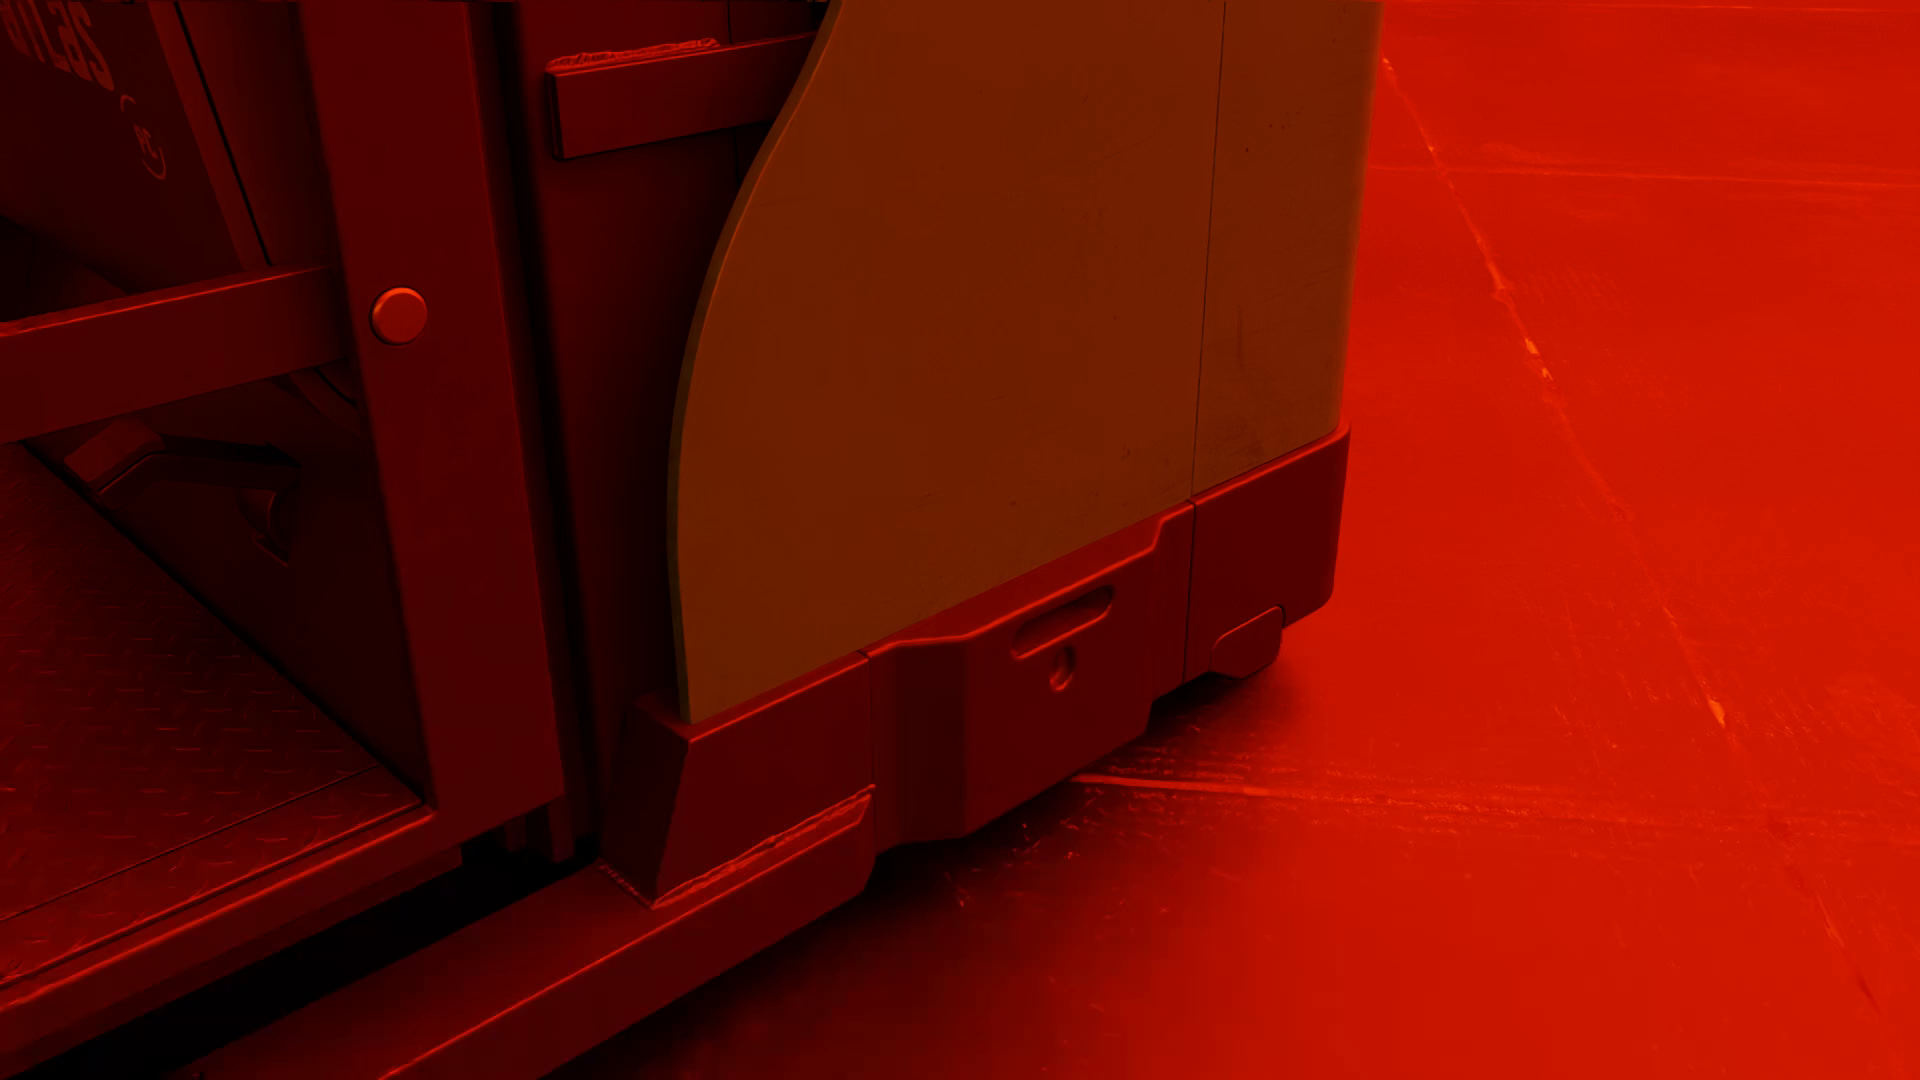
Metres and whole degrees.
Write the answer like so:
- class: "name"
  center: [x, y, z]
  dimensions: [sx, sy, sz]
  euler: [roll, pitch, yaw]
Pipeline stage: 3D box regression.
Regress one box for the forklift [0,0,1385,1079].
- class: "forklift"
  center: [-0.919, -0.894, 1.008]
  dimensions: [3.031, 2.935, 1.130]
  euler: [-23, 35, -38]
